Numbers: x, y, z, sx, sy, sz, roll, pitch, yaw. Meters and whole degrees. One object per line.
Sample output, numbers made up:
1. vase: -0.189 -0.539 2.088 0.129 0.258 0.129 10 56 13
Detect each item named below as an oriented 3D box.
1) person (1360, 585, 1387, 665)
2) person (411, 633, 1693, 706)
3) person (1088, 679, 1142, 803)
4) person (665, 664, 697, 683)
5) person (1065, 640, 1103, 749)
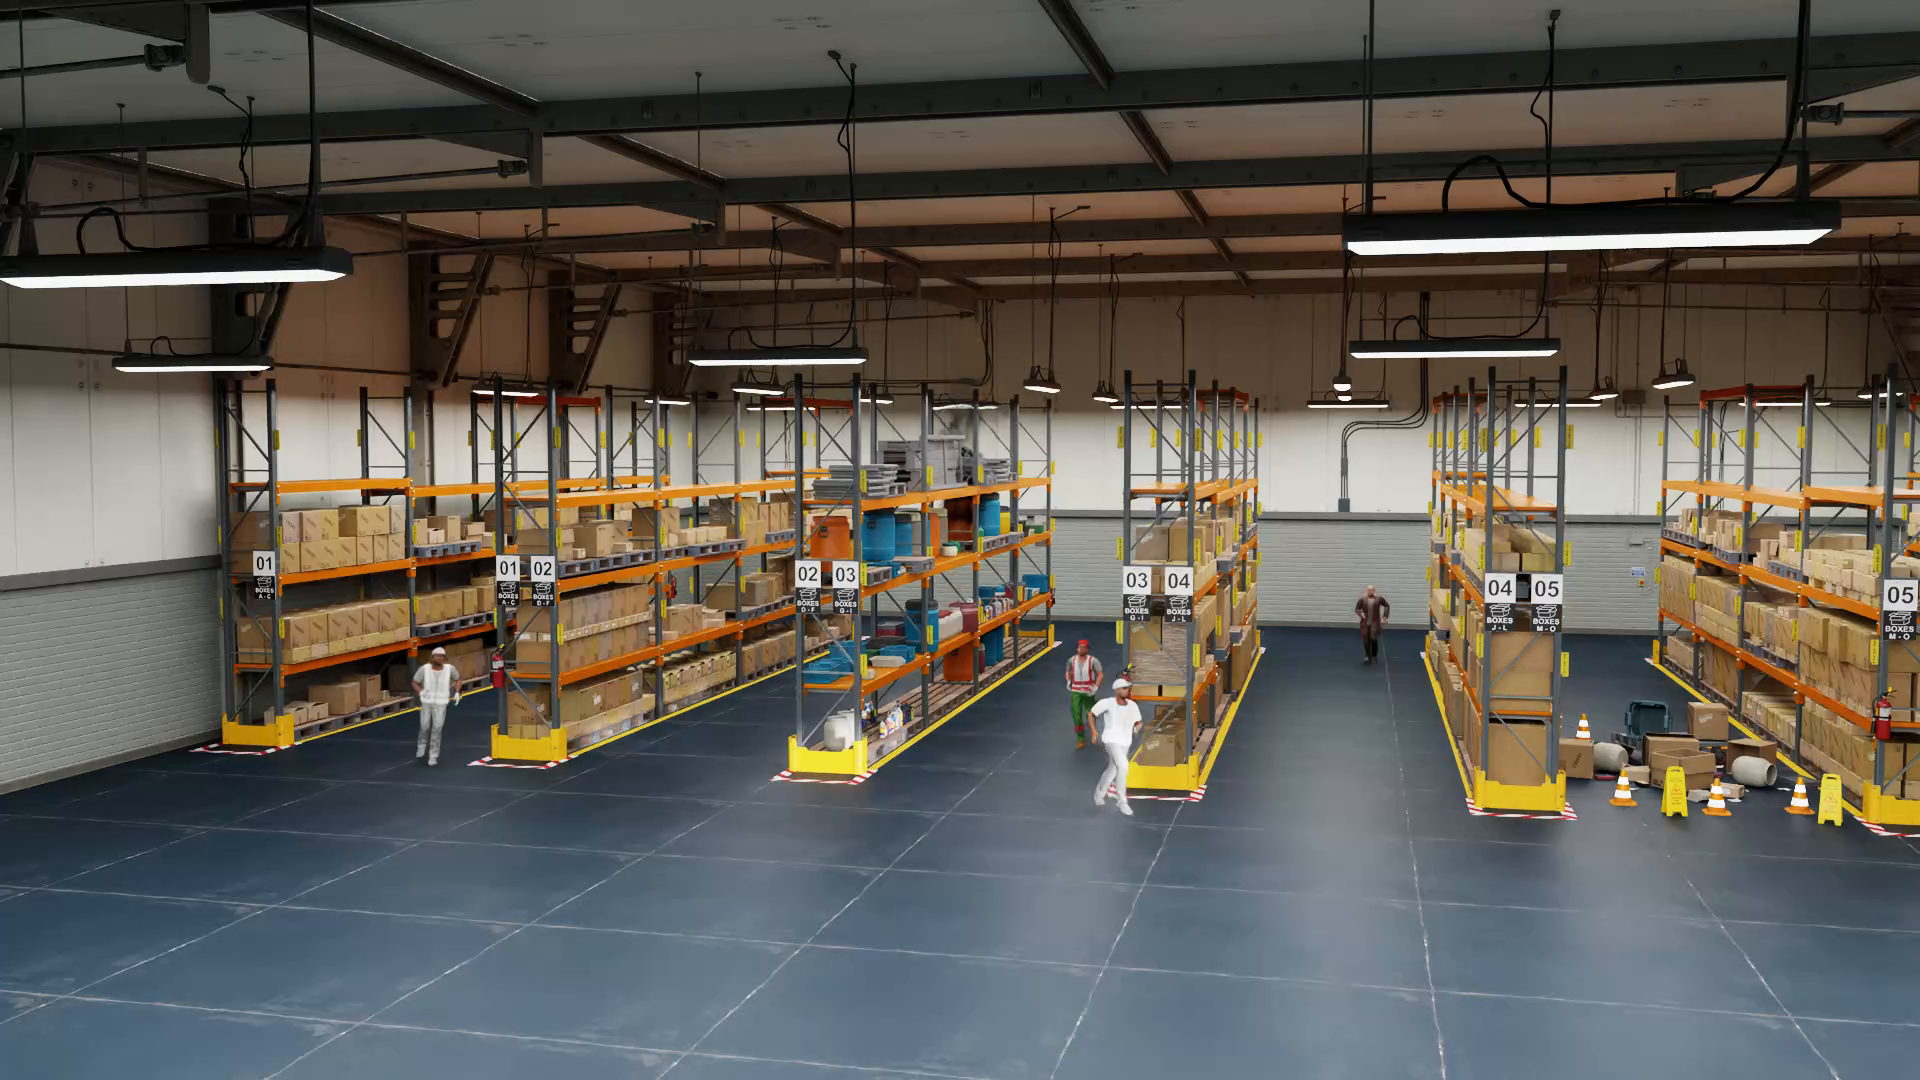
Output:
1. person: 9.183 1.910 37.131 0.692 1.802 0.749 1 4 21
2. person: 5.214 1.992 35.401 32.354 1.790 9.259 -1 4 -20
3. person: 2.139 2.690 22.492 0.696 1.641 0.749 -2 4 -34
4. person: 4.218 2.522 23.083 15.563 1.285 21.153 -1 4 -13
5. person: 2.034 2.509 27.358 0.649 1.756 0.939 1 3 10
